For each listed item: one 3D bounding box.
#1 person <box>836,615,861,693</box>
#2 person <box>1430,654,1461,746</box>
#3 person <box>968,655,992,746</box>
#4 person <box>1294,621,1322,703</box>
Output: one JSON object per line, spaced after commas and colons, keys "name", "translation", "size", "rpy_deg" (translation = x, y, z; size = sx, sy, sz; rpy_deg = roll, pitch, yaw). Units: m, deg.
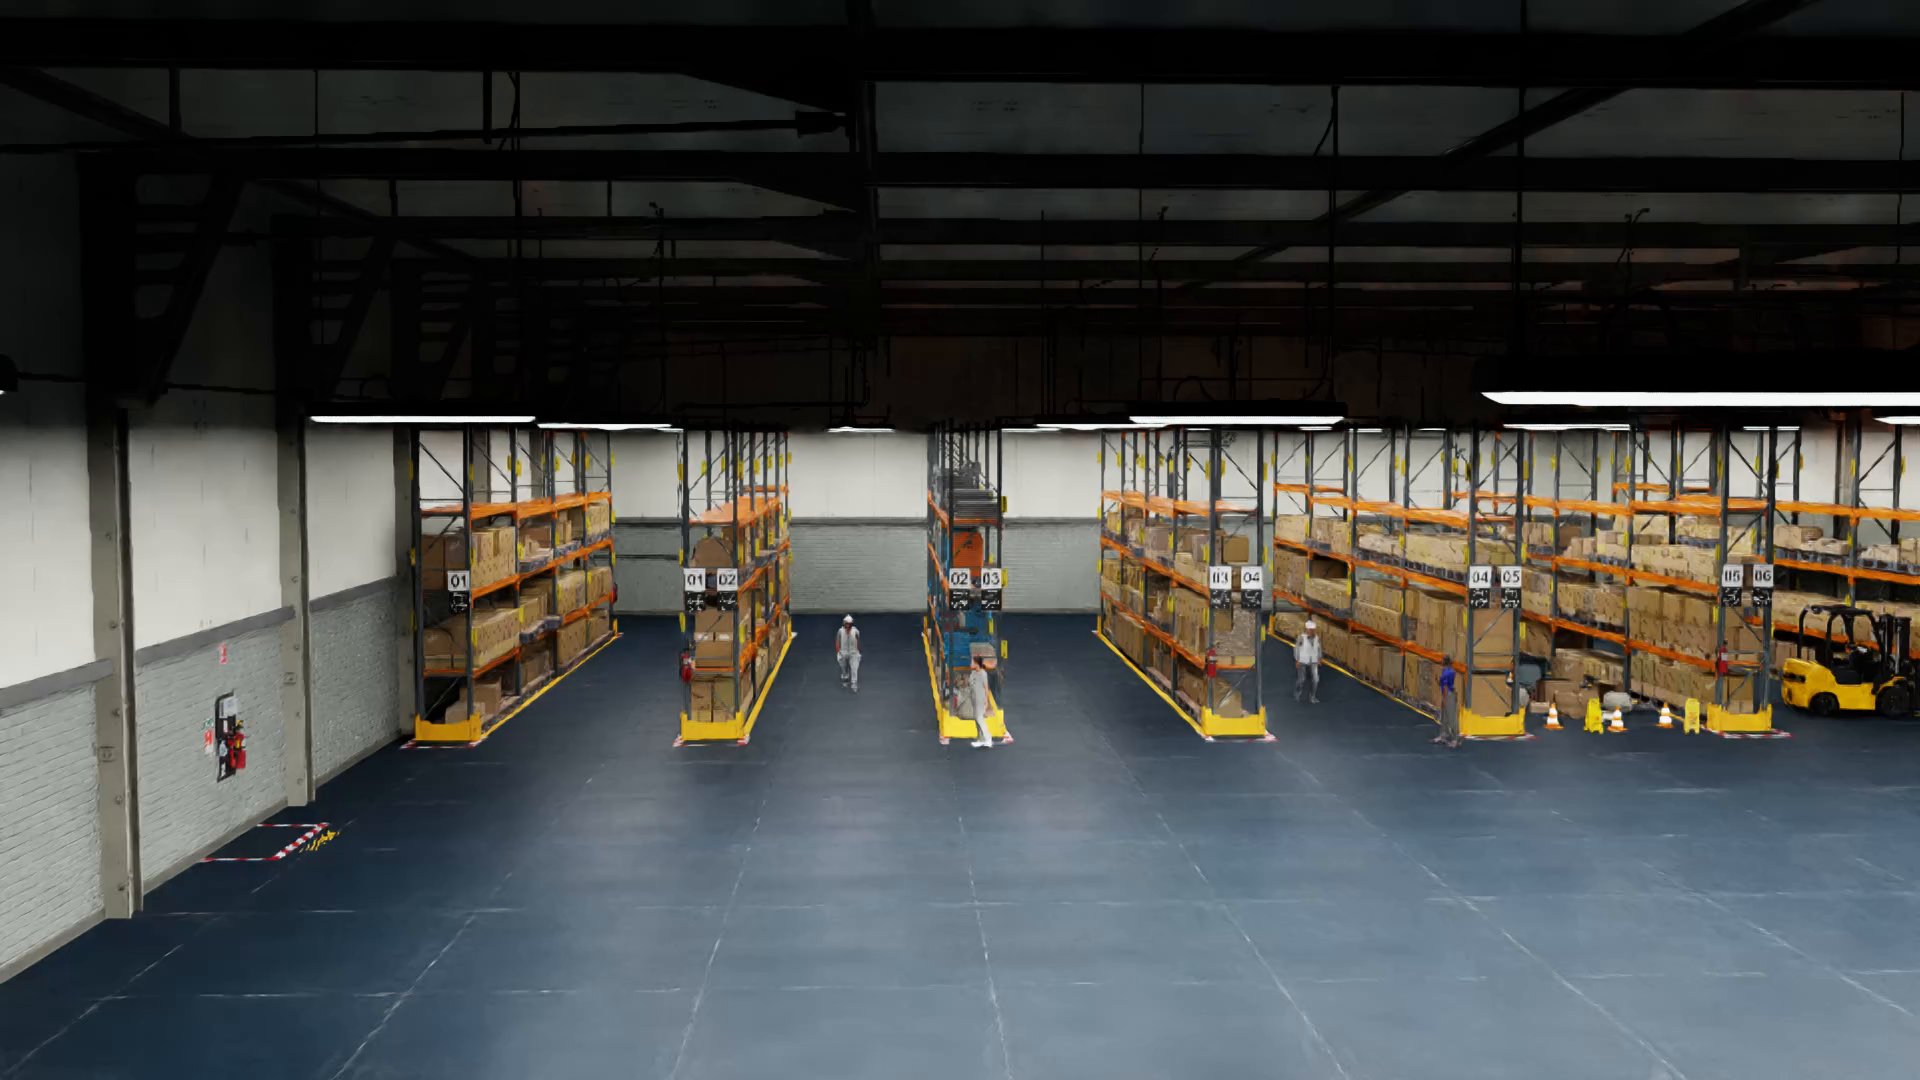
{"name": "person", "translation": [-2.467, 2.496, 36.733], "size": [0.557, 1.705, 1.116], "rpy_deg": [0, 4, -5]}
{"name": "person", "translation": [8.935, 2.925, 30.563], "size": [0.560, 1.651, 0.587], "rpy_deg": [1, 4, 21]}
{"name": "person", "translation": [0.379, 2.934, 30.362], "size": [0.386, 1.666, 0.564], "rpy_deg": [-2, 4, -34]}
{"name": "person", "translation": [7.408, 2.580, 35.545], "size": [0.661, 1.741, 0.685], "rpy_deg": [-1, 4, -10]}
